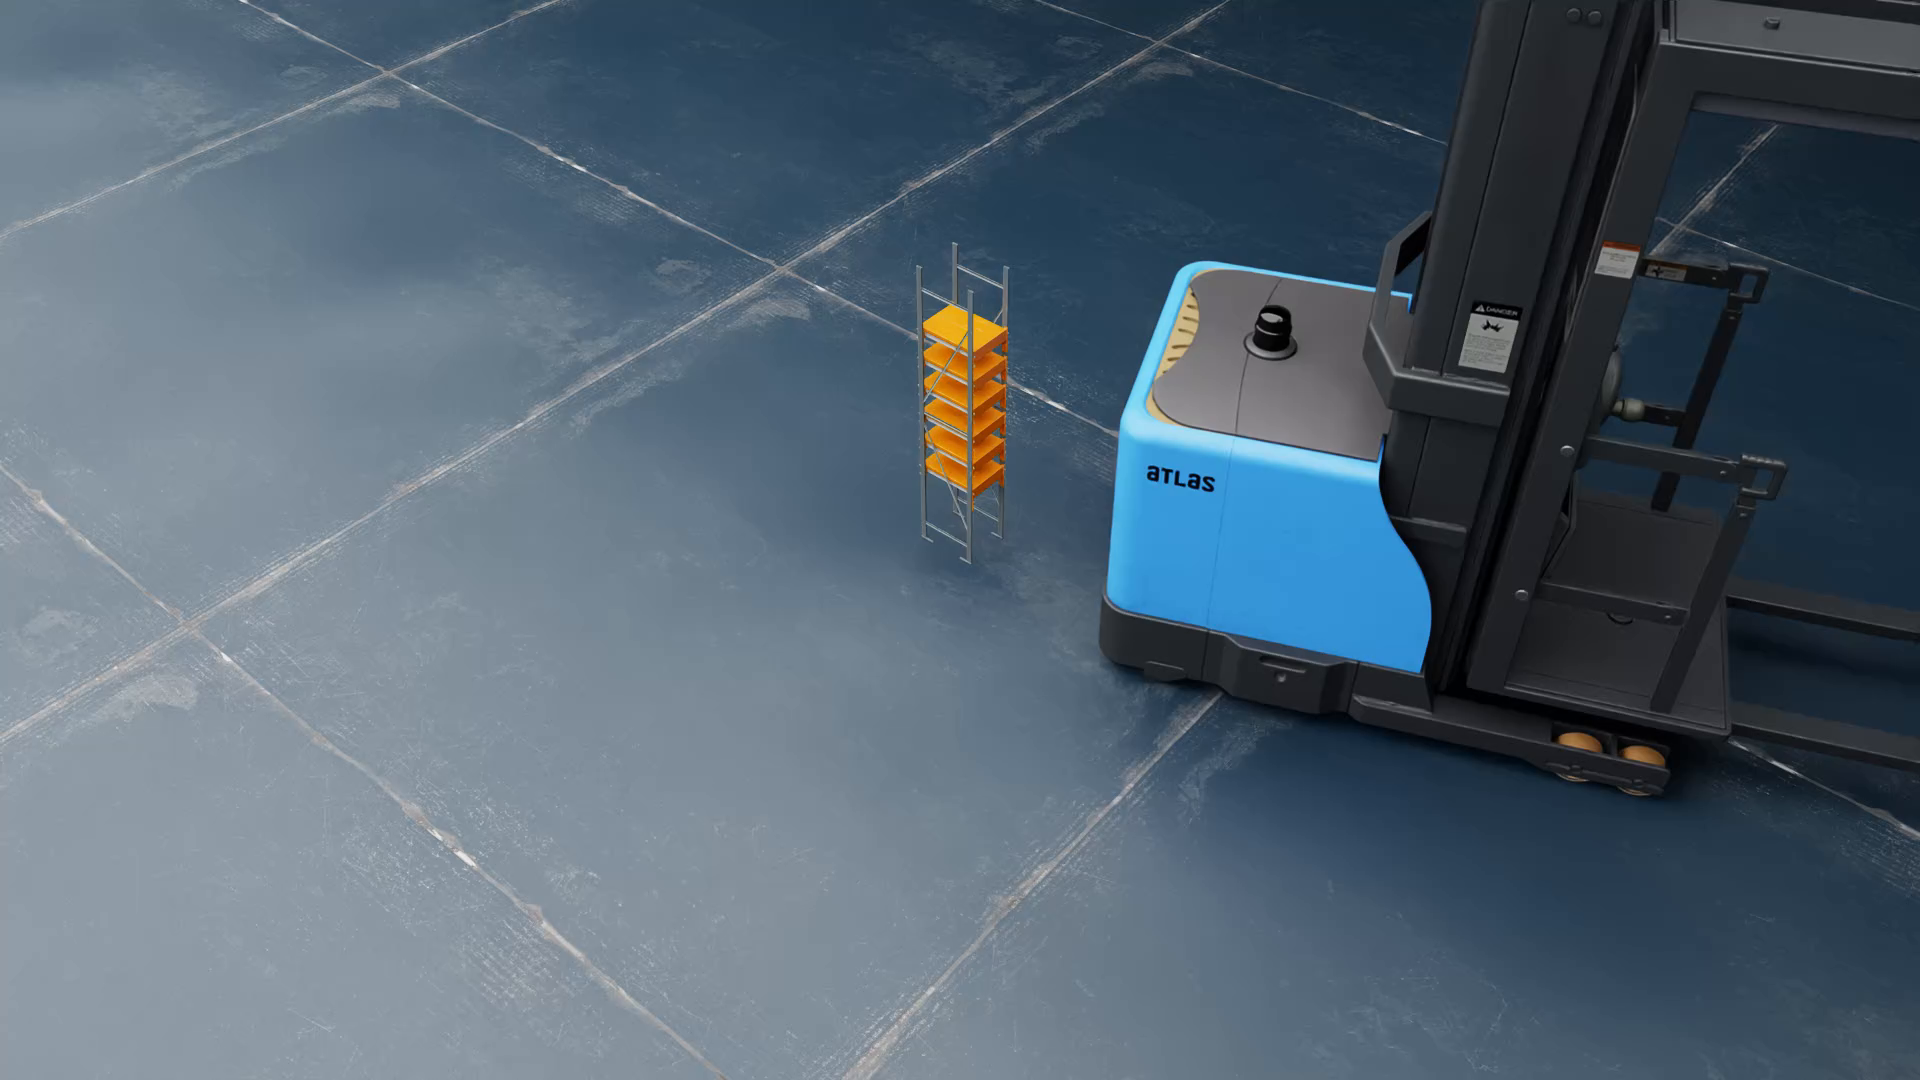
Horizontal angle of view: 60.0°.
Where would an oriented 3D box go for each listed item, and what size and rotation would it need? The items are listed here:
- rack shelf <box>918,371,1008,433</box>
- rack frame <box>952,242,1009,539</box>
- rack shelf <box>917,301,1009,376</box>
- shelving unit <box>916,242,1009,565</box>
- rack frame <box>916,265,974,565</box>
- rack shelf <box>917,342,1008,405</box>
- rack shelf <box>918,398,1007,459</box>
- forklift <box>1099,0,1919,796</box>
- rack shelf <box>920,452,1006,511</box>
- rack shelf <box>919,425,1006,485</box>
[{"bbox_3d":[0.009,-0.507,5.804,0.258,0.103,0.180,29,50,28],"label":"rack shelf"},{"bbox_3d":[0.068,-0.499,5.906,0.240,1.200,0.006,29,50,28],"label":"rack frame"},{"bbox_3d":[0.009,-0.685,5.642,0.258,0.103,0.180,29,50,28],"label":"rack shelf"},{"bbox_3d":[0.009,-0.451,5.855,0.258,1.200,0.189,29,50,28],"label":"shelving unit"},{"bbox_3d":[-0.050,-0.404,5.803,0.240,1.200,0.006,29,50,28],"label":"rack frame"},{"bbox_3d":[0.009,-0.596,5.723,0.258,0.103,0.180,29,50,28],"label":"rack shelf"},{"bbox_3d":[0.009,-0.419,5.884,0.258,0.103,0.180,29,50,28],"label":"rack shelf"},{"bbox_3d":[2.055,-0.665,4.803,3.031,2.935,1.130,12,44,13],"label":"forklift"},{"bbox_3d":[0.009,-0.241,6.046,0.258,0.103,0.180,29,50,28],"label":"rack shelf"},{"bbox_3d":[0.009,-0.330,5.965,0.258,0.103,0.180,29,50,28],"label":"rack shelf"}]
